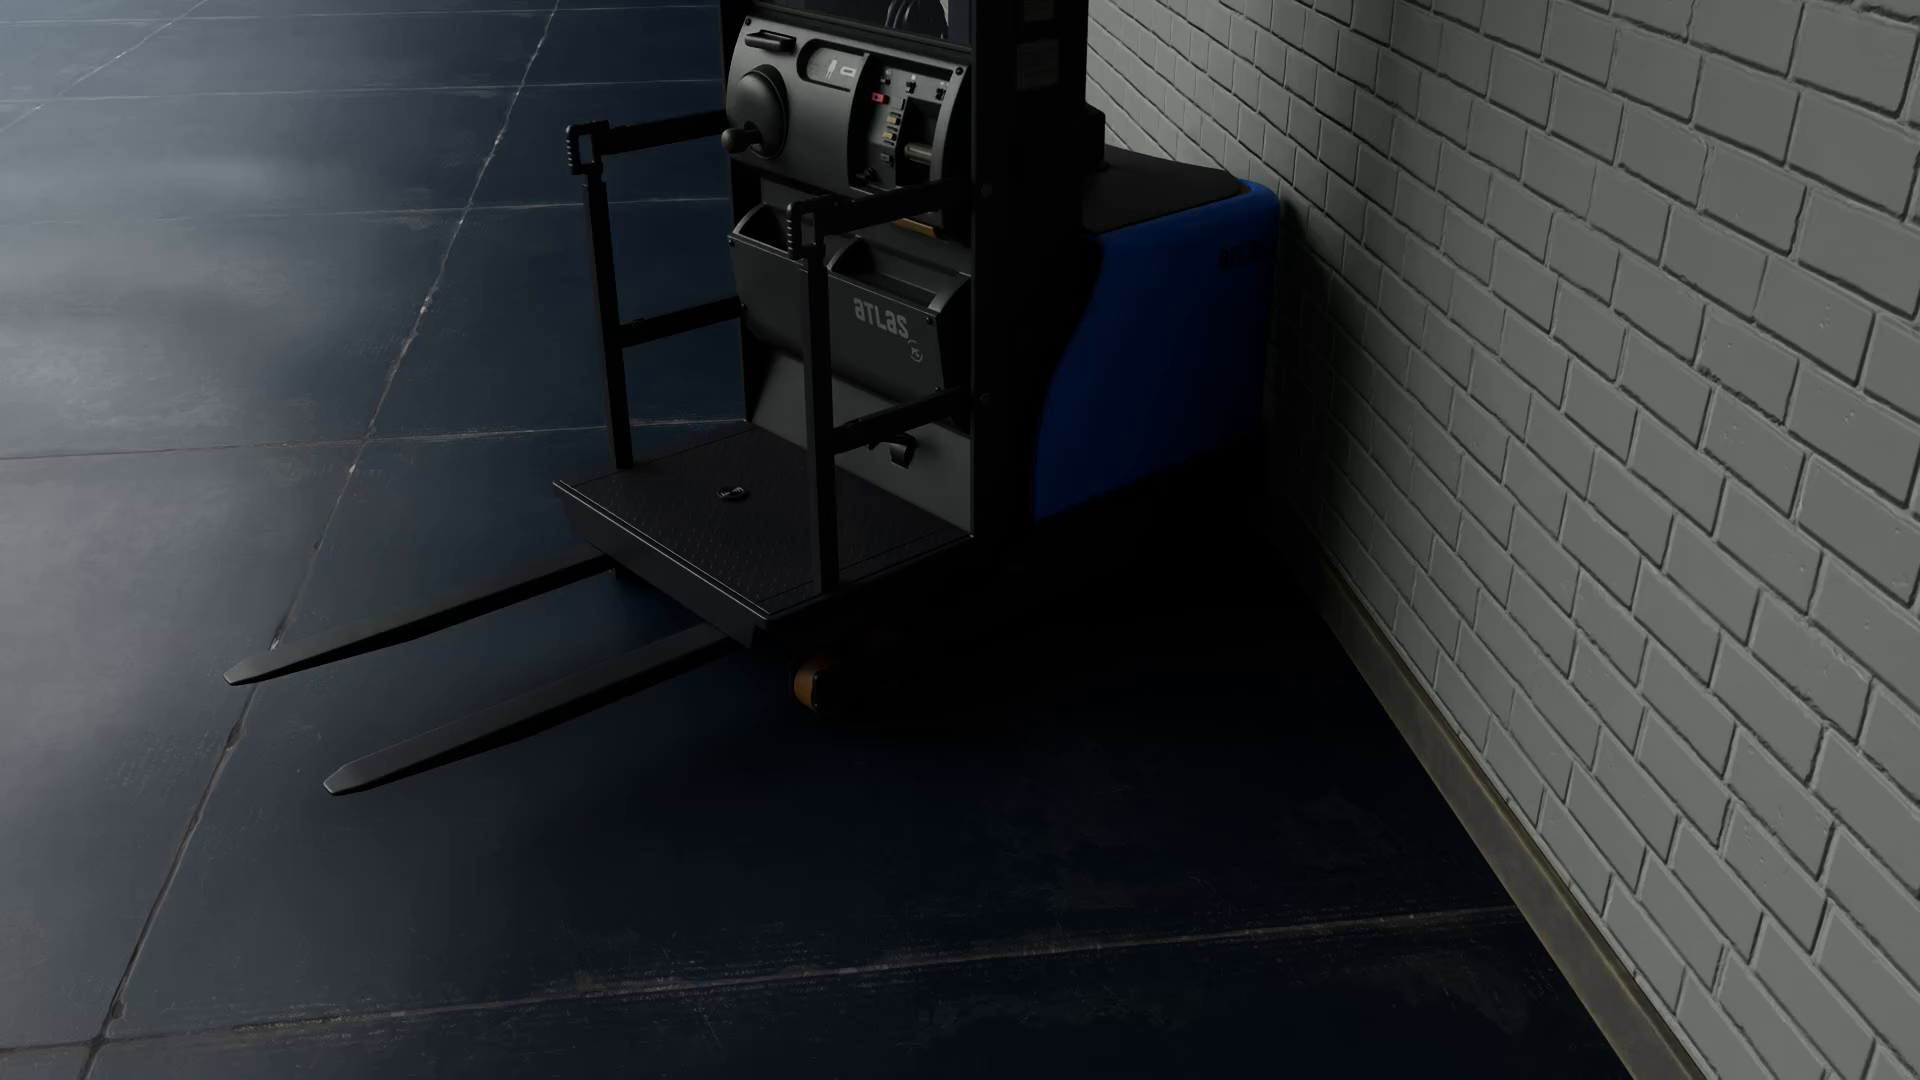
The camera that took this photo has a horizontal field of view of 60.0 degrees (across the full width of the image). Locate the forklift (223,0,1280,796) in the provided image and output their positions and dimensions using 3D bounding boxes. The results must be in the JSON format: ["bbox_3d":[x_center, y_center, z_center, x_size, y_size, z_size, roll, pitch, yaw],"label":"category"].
[{"bbox_3d":[-0.469,-1.115,4.213,3.031,2.935,1.130,-22,34,-36],"label":"forklift"}]
